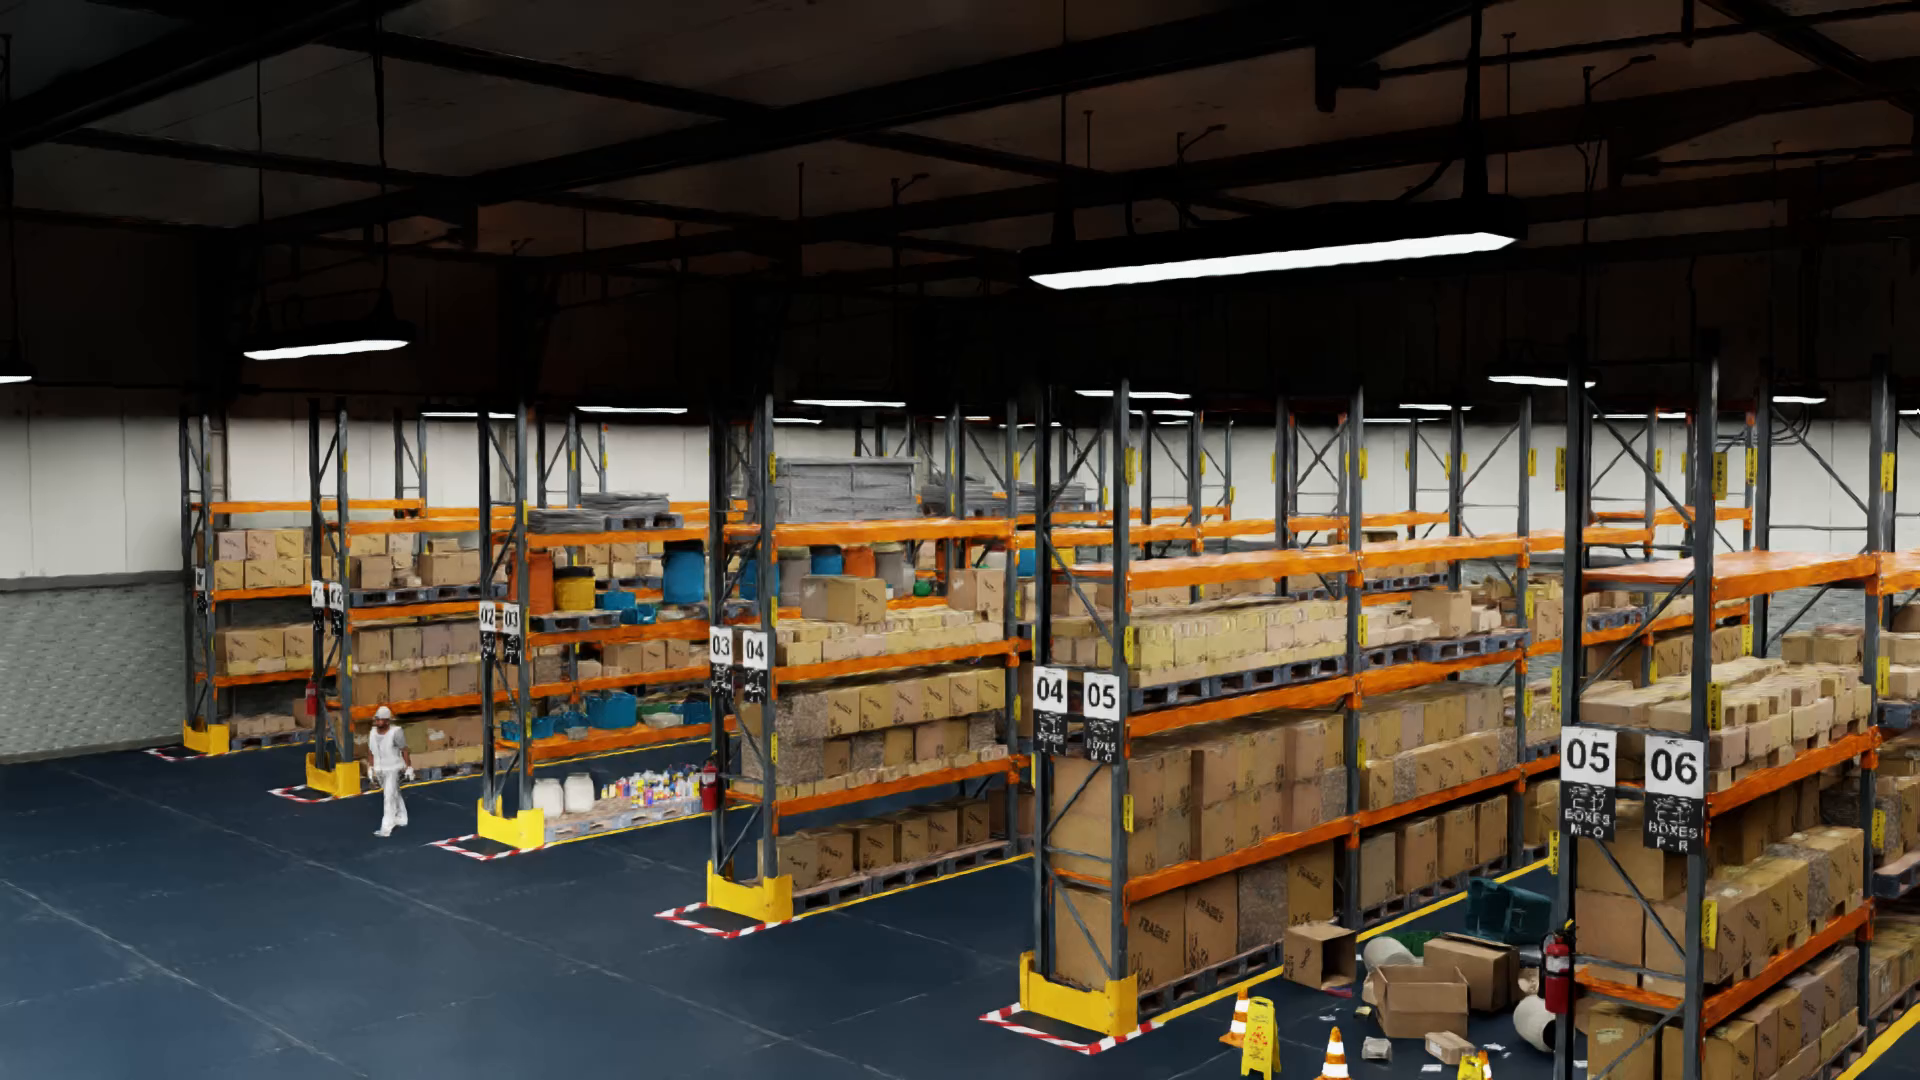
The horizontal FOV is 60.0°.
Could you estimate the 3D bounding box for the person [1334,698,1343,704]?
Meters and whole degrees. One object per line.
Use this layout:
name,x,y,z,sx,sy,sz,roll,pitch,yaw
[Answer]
person,5.594,3.080,24.343,0.479,1.563,1.072,3,4,41

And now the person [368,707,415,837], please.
person,-7.770,3.114,22.550,0.610,1.742,0.964,1,3,21

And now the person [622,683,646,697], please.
person,-6.171,2.699,31.461,0.467,1.599,0.449,-1,3,-15
